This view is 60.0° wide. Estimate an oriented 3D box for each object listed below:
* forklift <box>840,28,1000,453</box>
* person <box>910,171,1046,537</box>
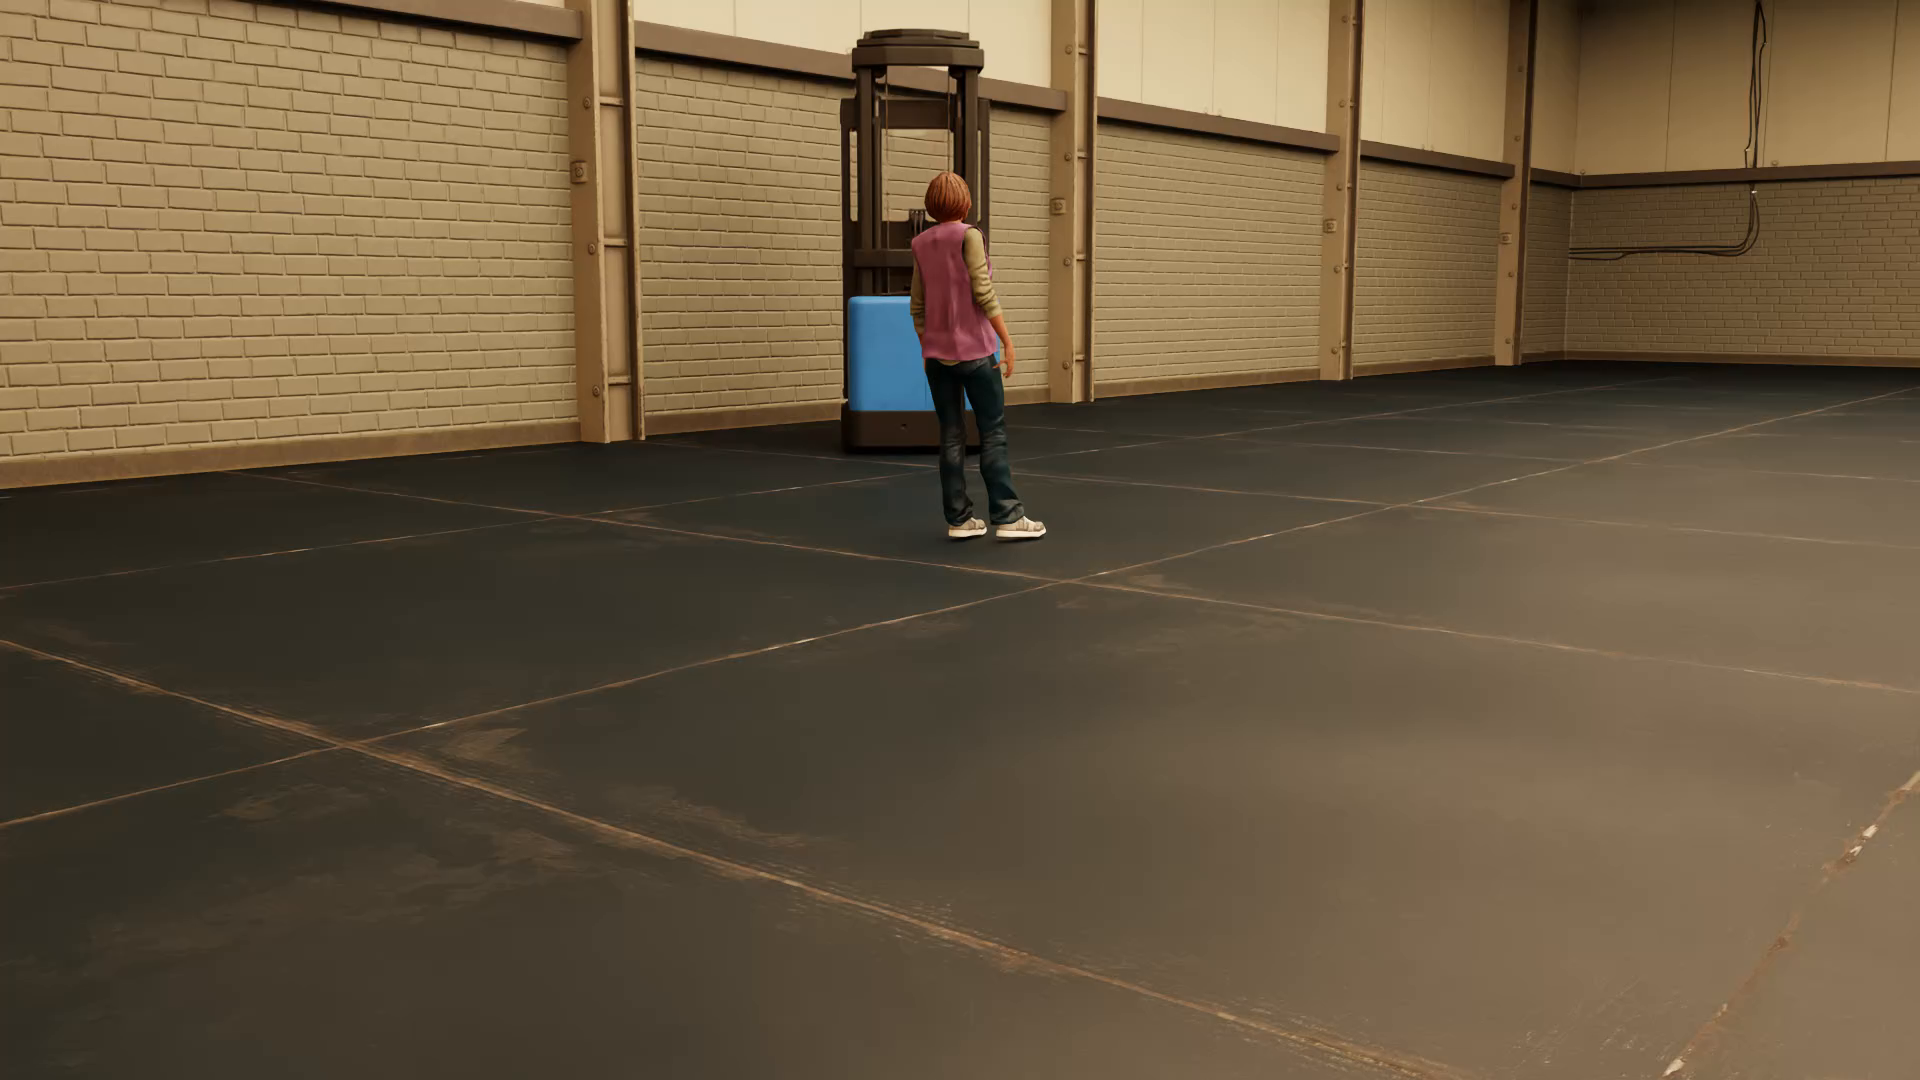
[{"bbox_3d":[-0.347,-2.231,12.527,1.130,2.935,3.031,-1,8,-4],"label":"forklift"},{"bbox_3d":[0.058,-0.805,7.337,0.520,1.599,0.473,7,11,38],"label":"person"}]
